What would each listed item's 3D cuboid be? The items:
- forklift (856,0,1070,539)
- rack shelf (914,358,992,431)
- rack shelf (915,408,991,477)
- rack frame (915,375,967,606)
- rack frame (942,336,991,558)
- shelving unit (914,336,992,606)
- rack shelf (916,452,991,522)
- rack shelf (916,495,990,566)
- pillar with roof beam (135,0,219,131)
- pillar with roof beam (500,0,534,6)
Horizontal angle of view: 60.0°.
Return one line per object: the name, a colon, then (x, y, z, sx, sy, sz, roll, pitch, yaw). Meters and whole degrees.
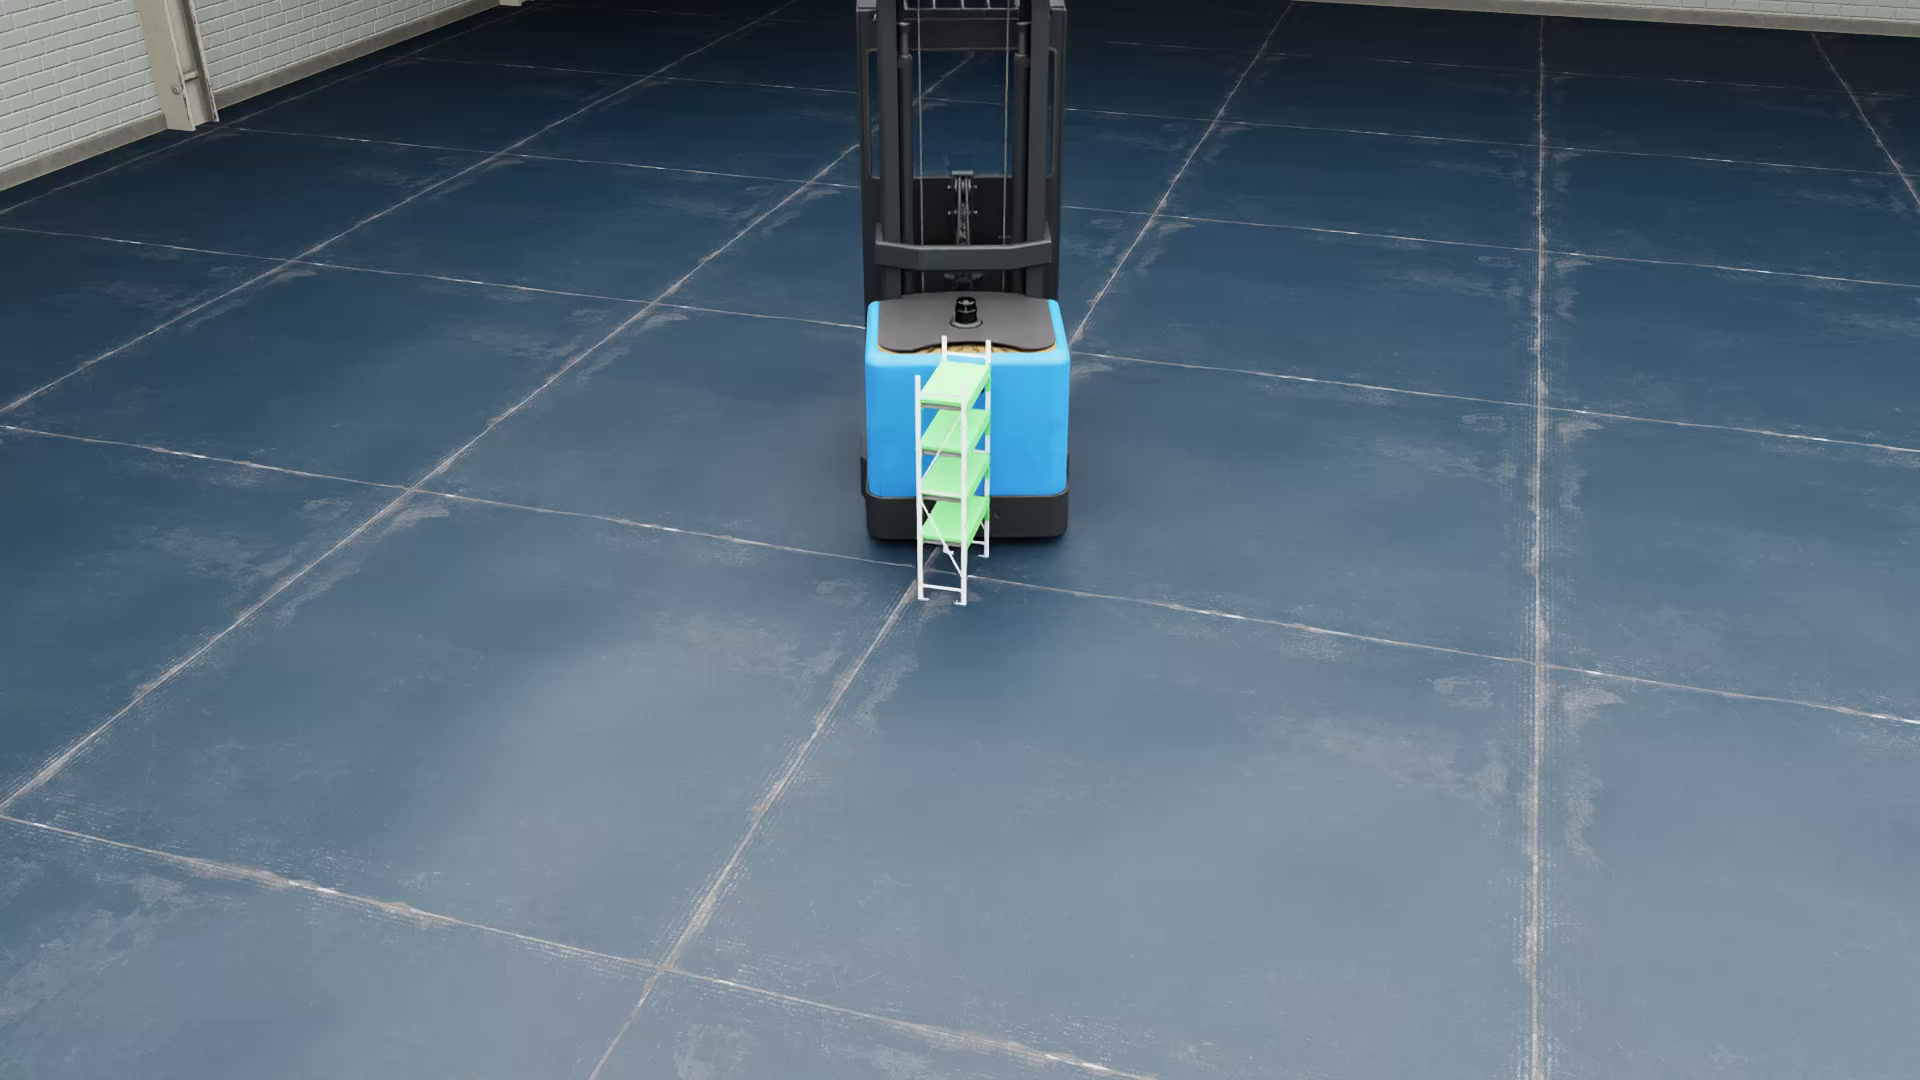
forklift: (-0.001, -1.964, 9.266, 1.130, 2.935, 3.031, -1, 29, -1)
rack shelf: (-0.029, -0.696, 7.911, 0.258, 0.148, 0.480, 7, 30, 12)
rack shelf: (-0.029, -0.486, 8.027, 0.258, 0.148, 0.480, 7, 30, 12)
rack frame: (-0.088, -0.217, 7.906, 0.240, 1.200, 0.015, 7, 30, 12)
rack frame: (0.031, -0.447, 8.320, 0.240, 1.200, 0.015, 7, 30, 12)
shelving unit: (-0.029, -0.332, 8.113, 0.258, 1.200, 0.503, 7, 30, 12)
rack shelf: (-0.029, -0.276, 8.144, 0.258, 0.148, 0.480, 7, 30, 12)
rack shelf: (-0.029, -0.067, 8.261, 0.258, 0.148, 0.480, 7, 30, 12)
pillar with roof beam: (-3.218, -7.289, 12.597, 9.100, 9.000, 0.400, 8, 30, 15)
pillar with roof beam: (-1.457, -10.078, 17.609, 9.100, 9.000, 0.400, 8, 30, 15)
